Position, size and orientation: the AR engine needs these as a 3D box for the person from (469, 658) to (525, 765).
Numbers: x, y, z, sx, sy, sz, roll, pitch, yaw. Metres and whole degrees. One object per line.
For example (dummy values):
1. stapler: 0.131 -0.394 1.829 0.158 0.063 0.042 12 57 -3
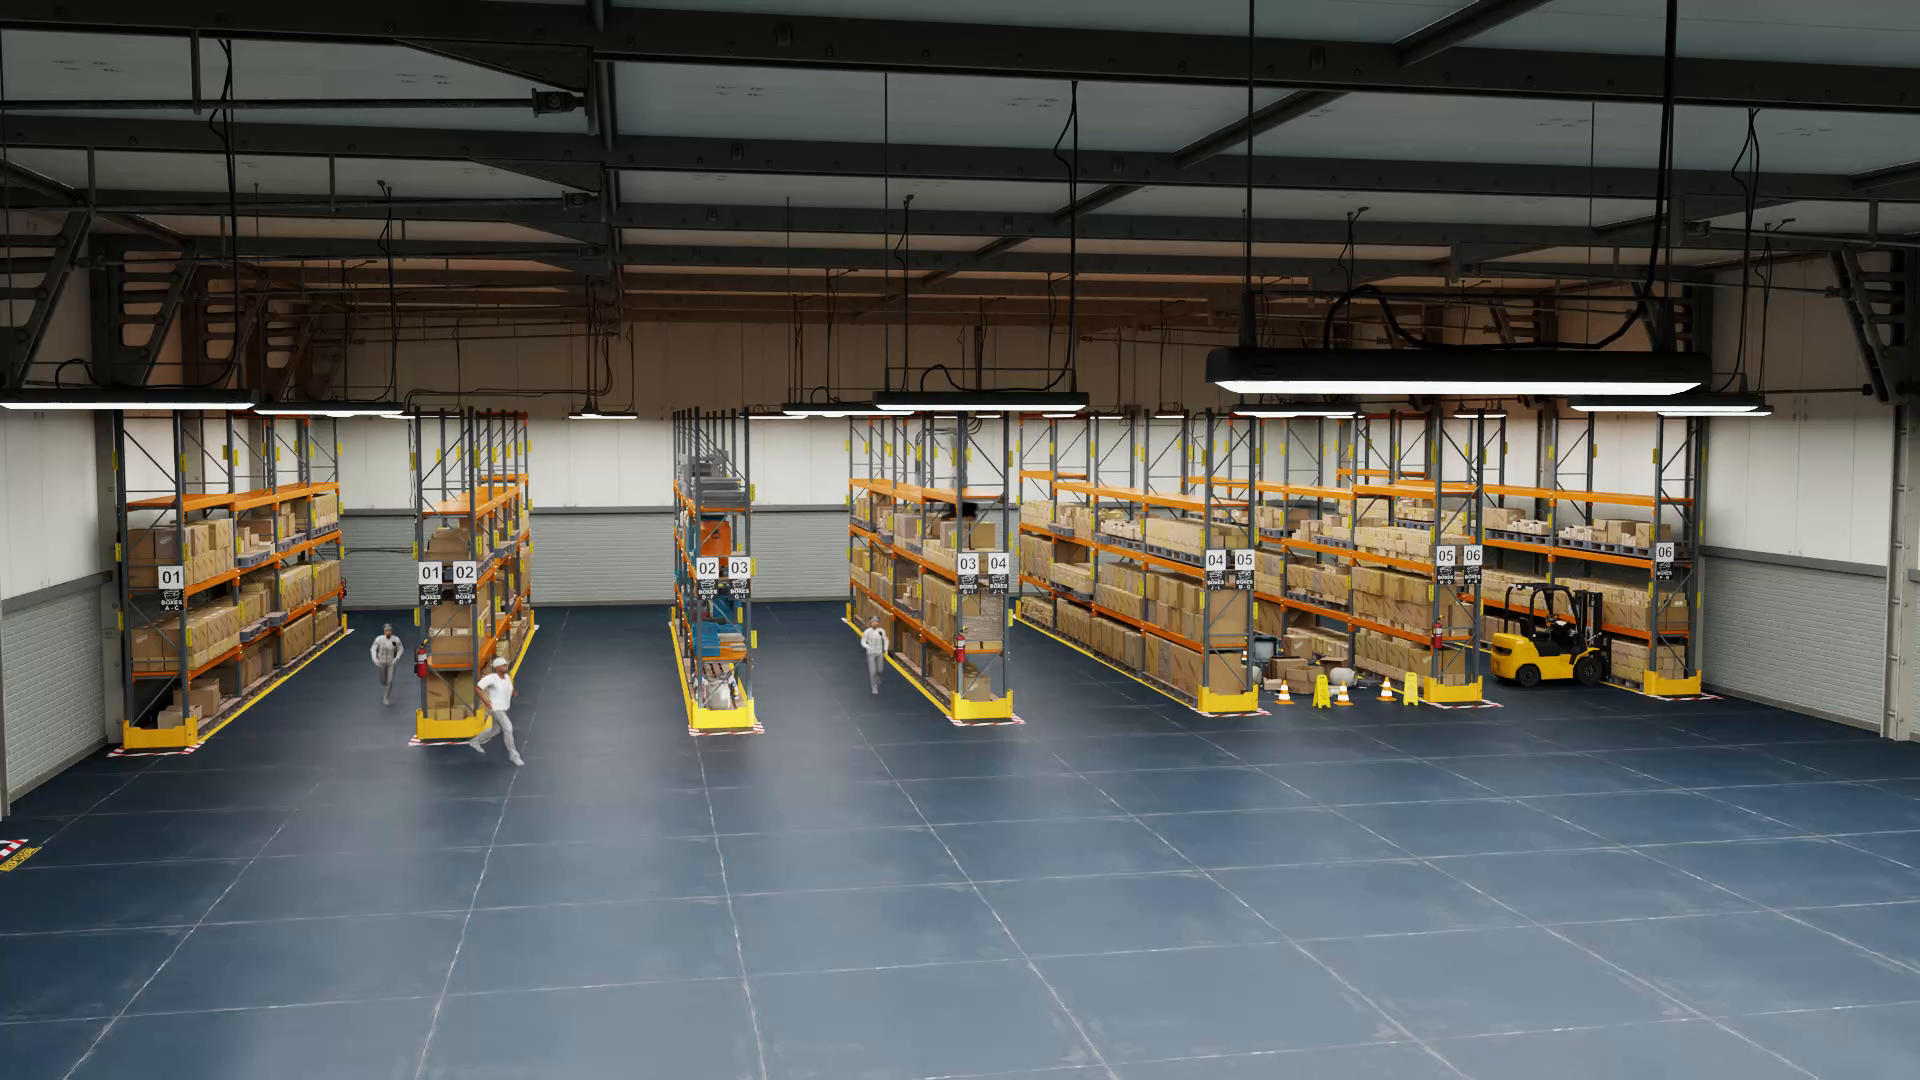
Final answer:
1. person: -7.774 2.872 27.952 1.067 1.816 0.663 1 4 11

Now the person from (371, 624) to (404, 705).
1. person: -11.681 2.514 33.945 0.635 1.669 0.763 -1 4 -16

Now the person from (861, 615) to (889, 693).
1. person: -1.782 2.415 35.100 0.612 1.646 0.495 -1 4 -10

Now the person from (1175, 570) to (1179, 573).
1. person: 6.763 1.283 50.974 0.661 1.619 0.586 -2 4 -24
